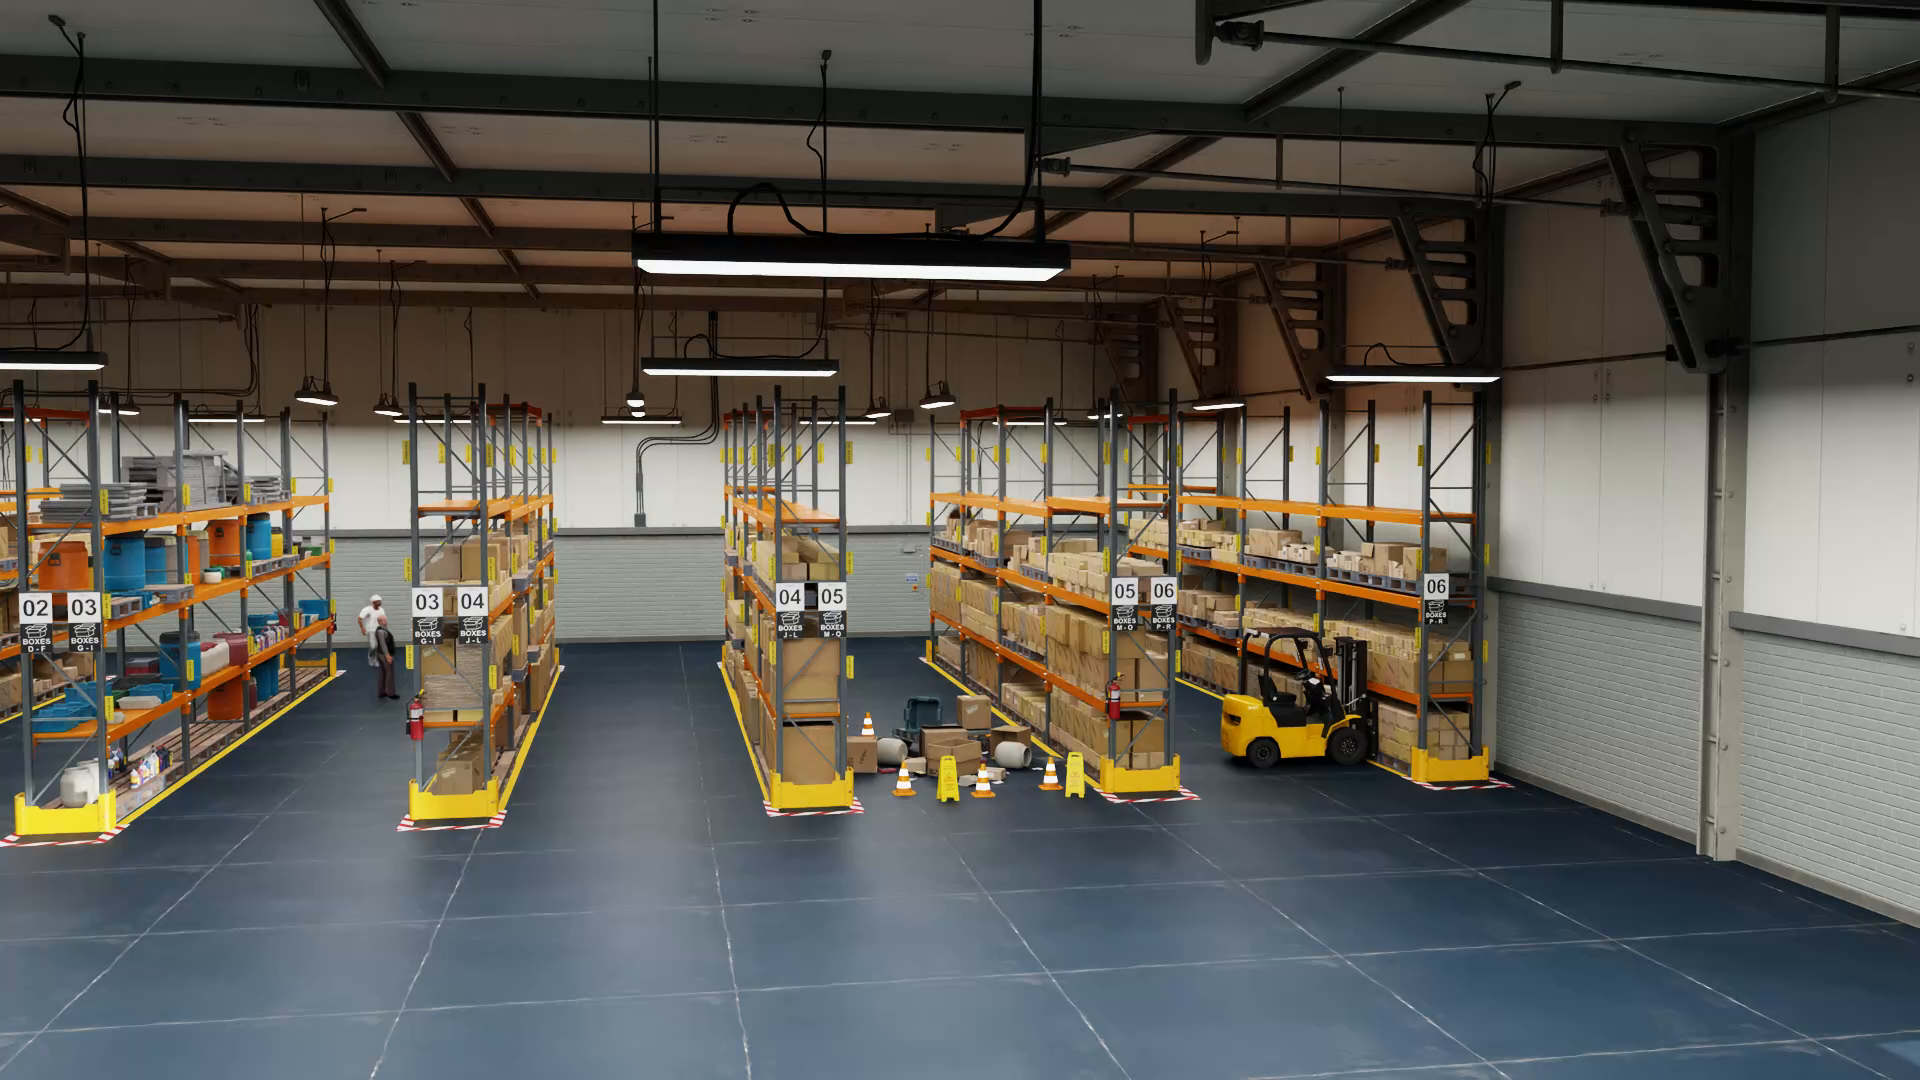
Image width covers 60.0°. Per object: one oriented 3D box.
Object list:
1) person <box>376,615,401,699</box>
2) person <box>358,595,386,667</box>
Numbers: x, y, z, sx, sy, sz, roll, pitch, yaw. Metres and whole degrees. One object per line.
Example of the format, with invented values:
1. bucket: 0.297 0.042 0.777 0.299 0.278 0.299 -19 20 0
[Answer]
1. person: -11.805 2.398 34.276 0.478 1.711 0.585 -2 3 -33
2. person: -13.876 2.157 39.315 0.676 1.708 0.527 -1 3 -27
